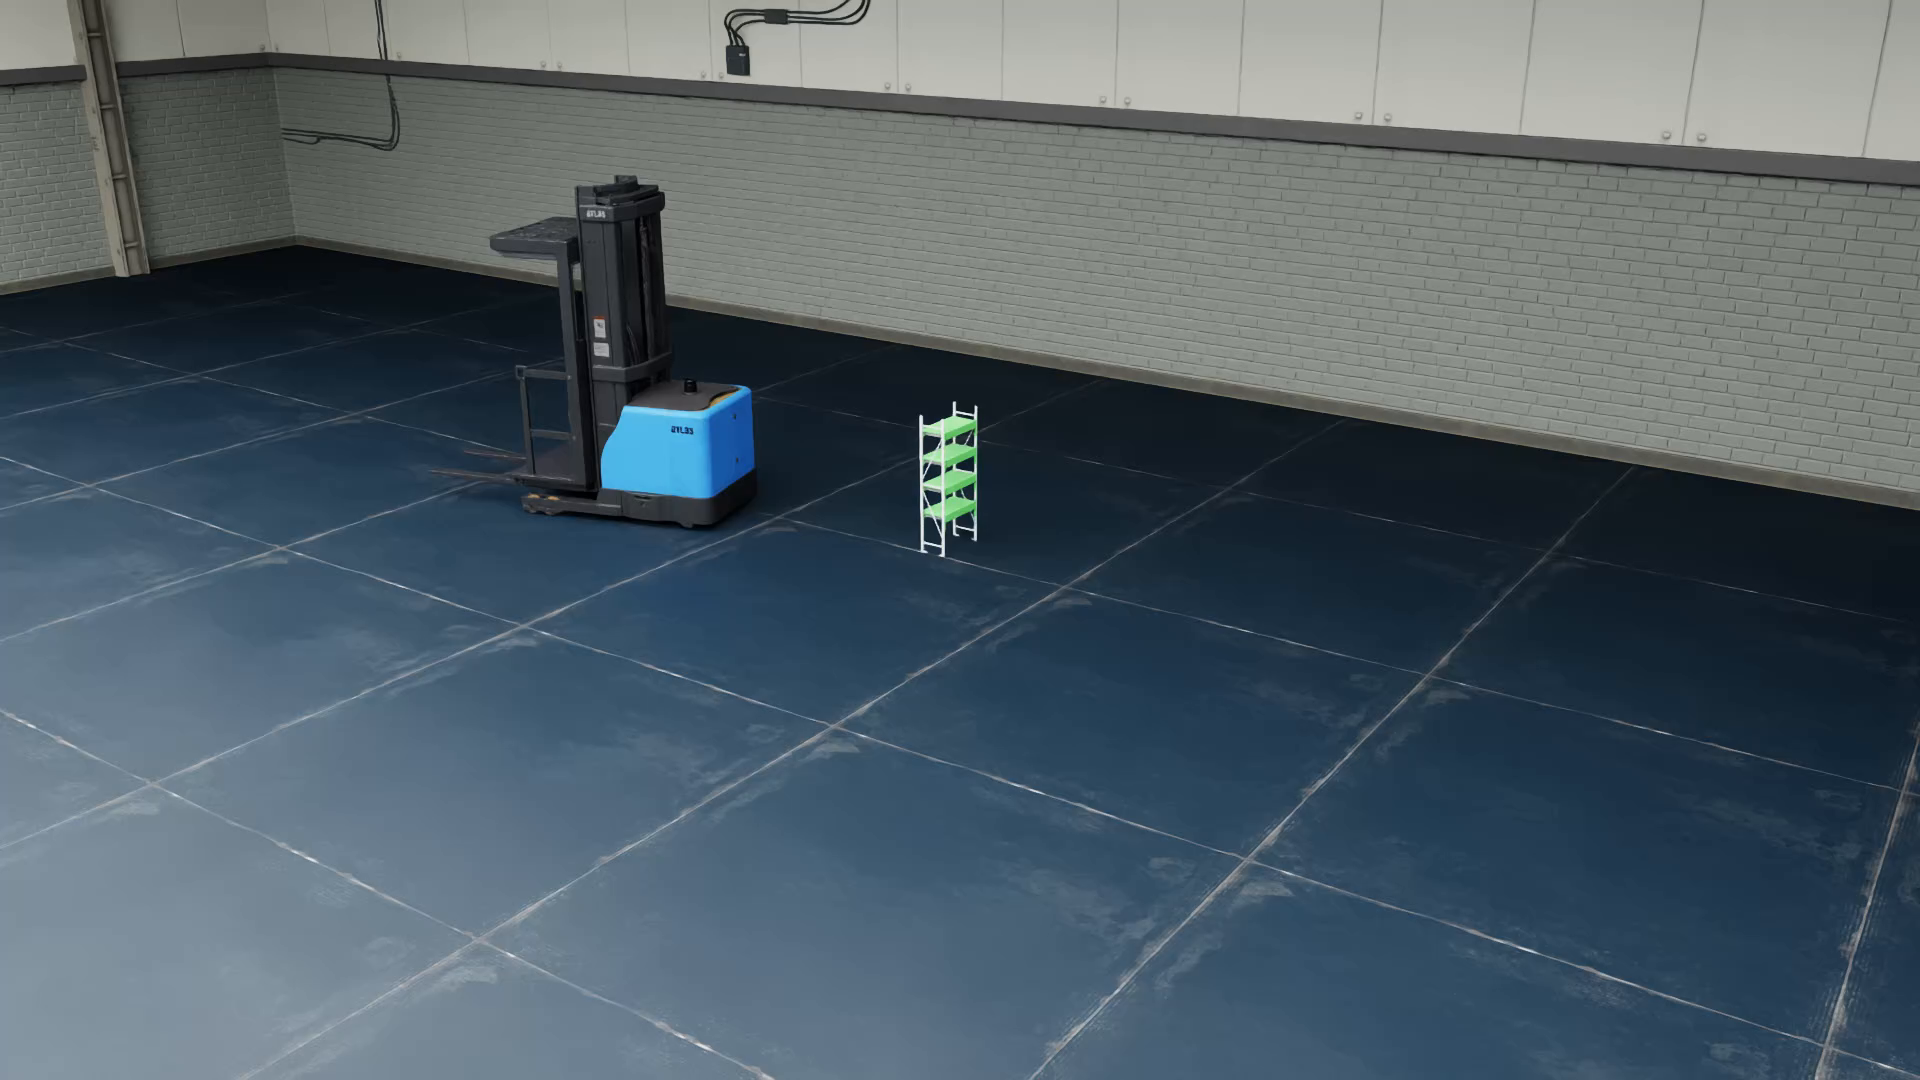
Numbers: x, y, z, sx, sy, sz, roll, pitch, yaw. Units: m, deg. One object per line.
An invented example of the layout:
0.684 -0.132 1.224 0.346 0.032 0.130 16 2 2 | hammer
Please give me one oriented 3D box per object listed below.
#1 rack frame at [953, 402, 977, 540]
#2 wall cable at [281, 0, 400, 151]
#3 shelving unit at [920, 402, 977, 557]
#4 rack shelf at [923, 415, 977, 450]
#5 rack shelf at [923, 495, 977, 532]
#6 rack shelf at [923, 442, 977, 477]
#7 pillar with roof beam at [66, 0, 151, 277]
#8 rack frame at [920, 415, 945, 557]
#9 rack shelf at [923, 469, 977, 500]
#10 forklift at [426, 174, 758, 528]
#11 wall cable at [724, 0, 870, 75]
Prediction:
0.044 -0.585 14.265 0.240 1.200 0.015 13 24 32 | rack frame
-9.873 -7.407 25.942 3.097 2.526 0.112 13 24 32 | wall cable
-0.093 -0.515 14.076 0.258 1.200 0.503 13 24 32 | shelving unit
-0.093 -0.906 13.931 0.258 0.148 0.480 13 24 32 | rack shelf
-0.093 -0.230 14.181 0.258 0.148 0.480 13 24 32 | rack shelf
-0.093 -0.680 14.015 0.258 0.148 0.480 13 24 32 | rack shelf
-9.062 -7.436 21.545 9.100 9.000 0.400 13 24 32 | pillar with roof beam
-0.230 -0.445 13.887 0.240 1.200 0.015 13 24 32 | rack frame
-0.093 -0.455 14.098 0.258 0.148 0.480 13 24 32 | rack shelf
-3.451 -1.766 14.961 3.031 2.935 1.130 6 21 17 | forklift
-2.031 -8.602 19.796 2.305 6.003 0.169 13 24 32 | wall cable
